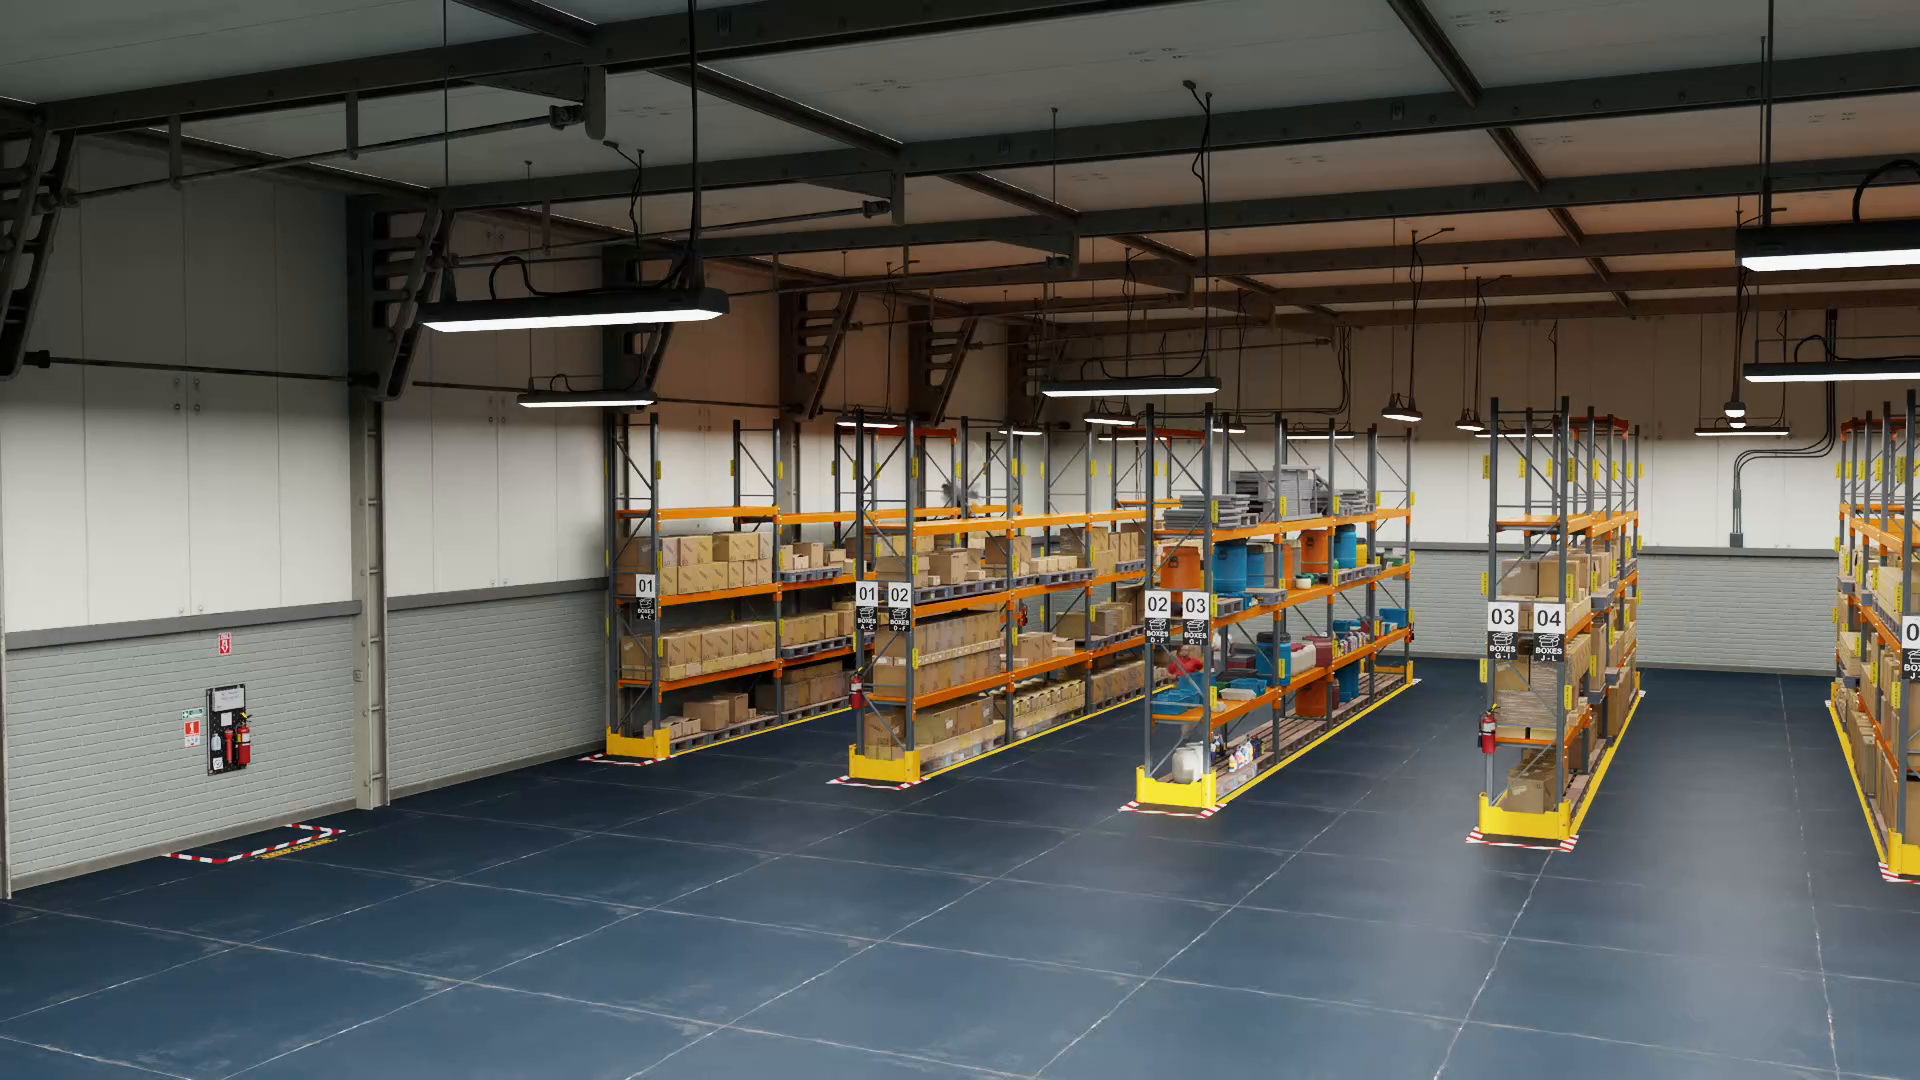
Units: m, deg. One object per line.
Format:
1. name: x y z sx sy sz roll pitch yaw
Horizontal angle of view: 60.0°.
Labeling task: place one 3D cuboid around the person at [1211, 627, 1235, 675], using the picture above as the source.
1. person: 5.669 2.638 36.107 0.546 1.751 0.772 1 3 17

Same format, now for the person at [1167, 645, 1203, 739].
1. person: 4.189 2.802 31.028 0.665 1.699 1.010 1 3 17
